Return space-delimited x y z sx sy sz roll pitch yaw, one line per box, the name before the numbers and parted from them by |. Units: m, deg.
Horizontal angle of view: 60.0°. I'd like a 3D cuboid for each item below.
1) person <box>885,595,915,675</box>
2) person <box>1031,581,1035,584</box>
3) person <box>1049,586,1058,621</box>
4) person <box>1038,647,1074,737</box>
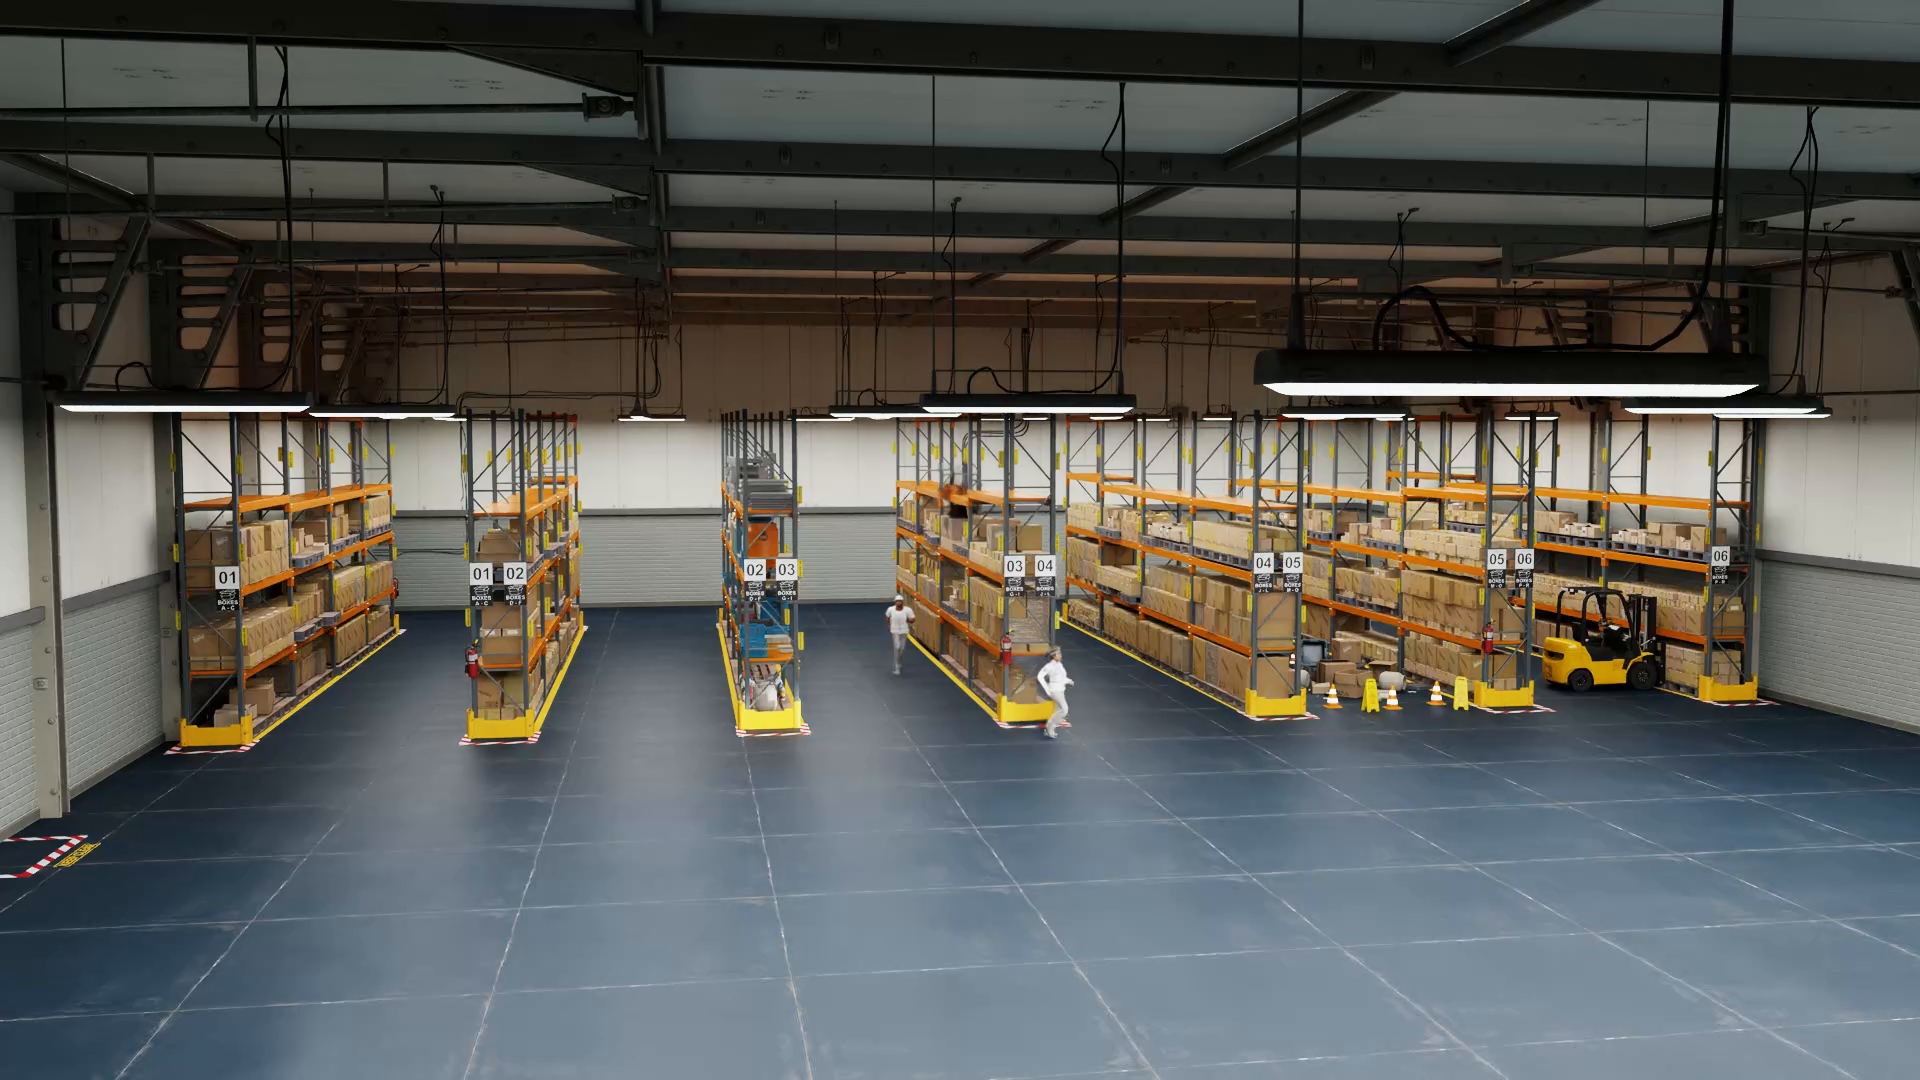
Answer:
person | -1.367 2.176 38.378 0.664 1.833 0.783 -1 4 -8
person | 2.094 1.565 47.146 0.707 1.825 0.723 0 4 5
person | 2.416 1.745 45.619 0.571 1.627 0.595 -1 4 -8
person | 1.790 2.768 30.281 0.606 1.660 0.596 2 5 30
